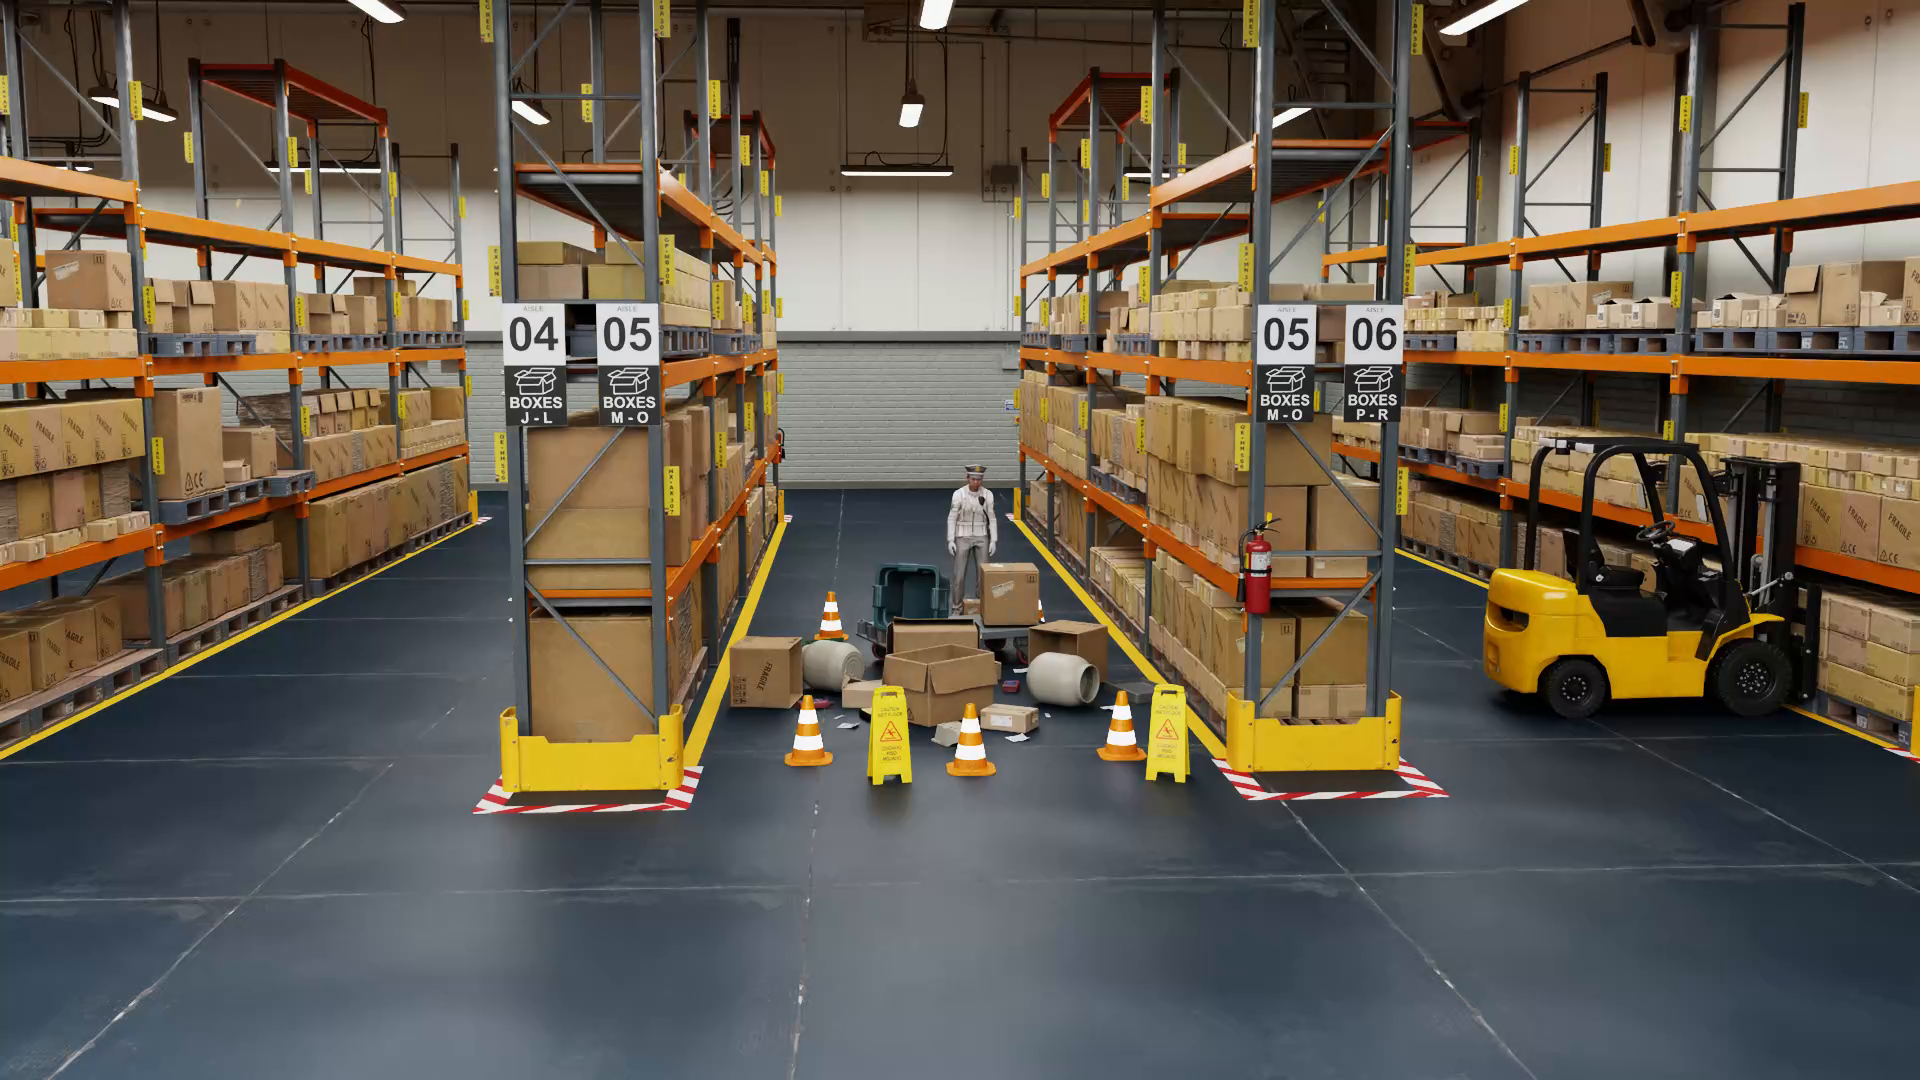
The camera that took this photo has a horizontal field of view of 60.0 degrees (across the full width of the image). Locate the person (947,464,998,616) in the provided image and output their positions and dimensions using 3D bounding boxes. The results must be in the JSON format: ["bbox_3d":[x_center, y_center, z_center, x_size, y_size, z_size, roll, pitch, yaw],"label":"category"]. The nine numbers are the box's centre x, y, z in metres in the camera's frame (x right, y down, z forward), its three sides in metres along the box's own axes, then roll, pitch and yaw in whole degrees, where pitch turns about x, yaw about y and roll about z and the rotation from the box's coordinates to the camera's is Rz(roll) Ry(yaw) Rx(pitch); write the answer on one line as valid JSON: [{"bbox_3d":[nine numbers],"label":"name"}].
[{"bbox_3d":[0.132,0.029,17.503,0.532,1.663,0.376,-1,7,-7],"label":"person"}]
